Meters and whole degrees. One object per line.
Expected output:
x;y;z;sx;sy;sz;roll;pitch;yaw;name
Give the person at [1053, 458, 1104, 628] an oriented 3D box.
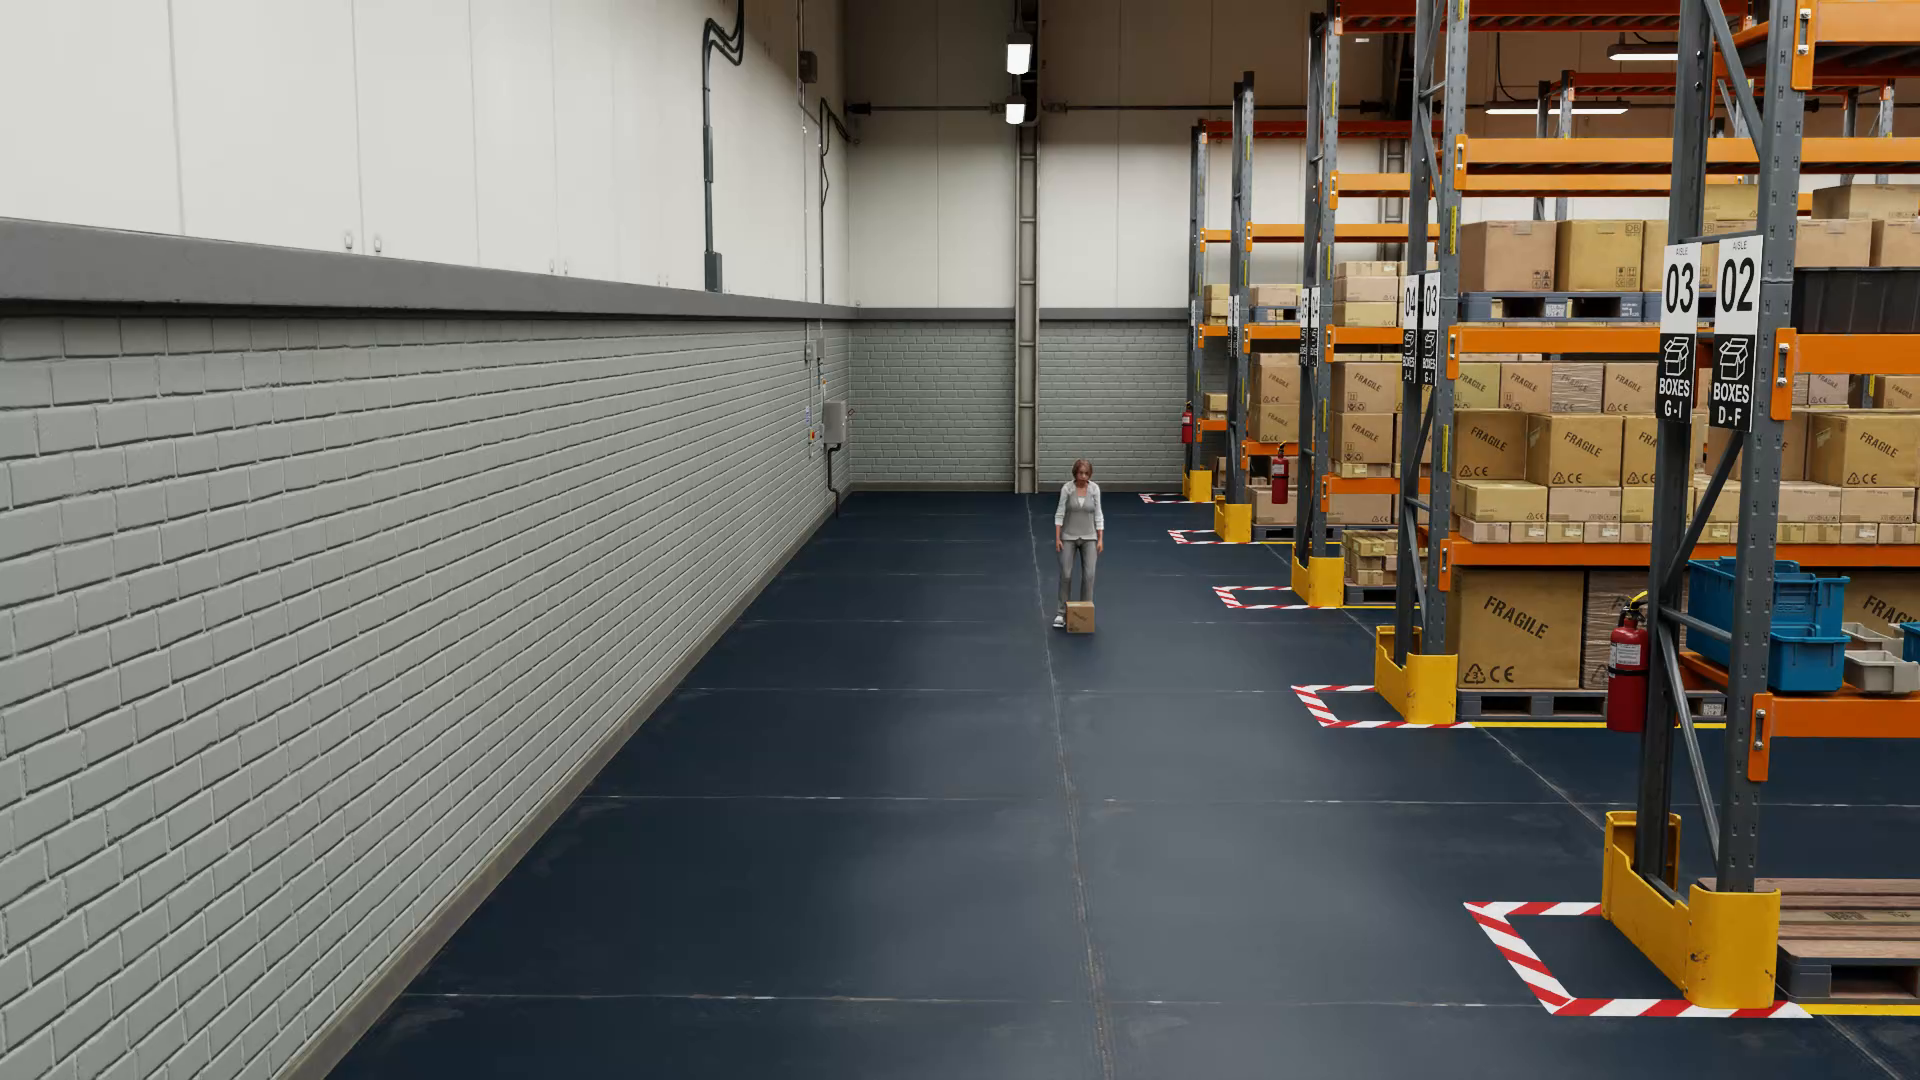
1.116;0.034;15.639;0.480;1.574;0.378;0;7;-2;person
